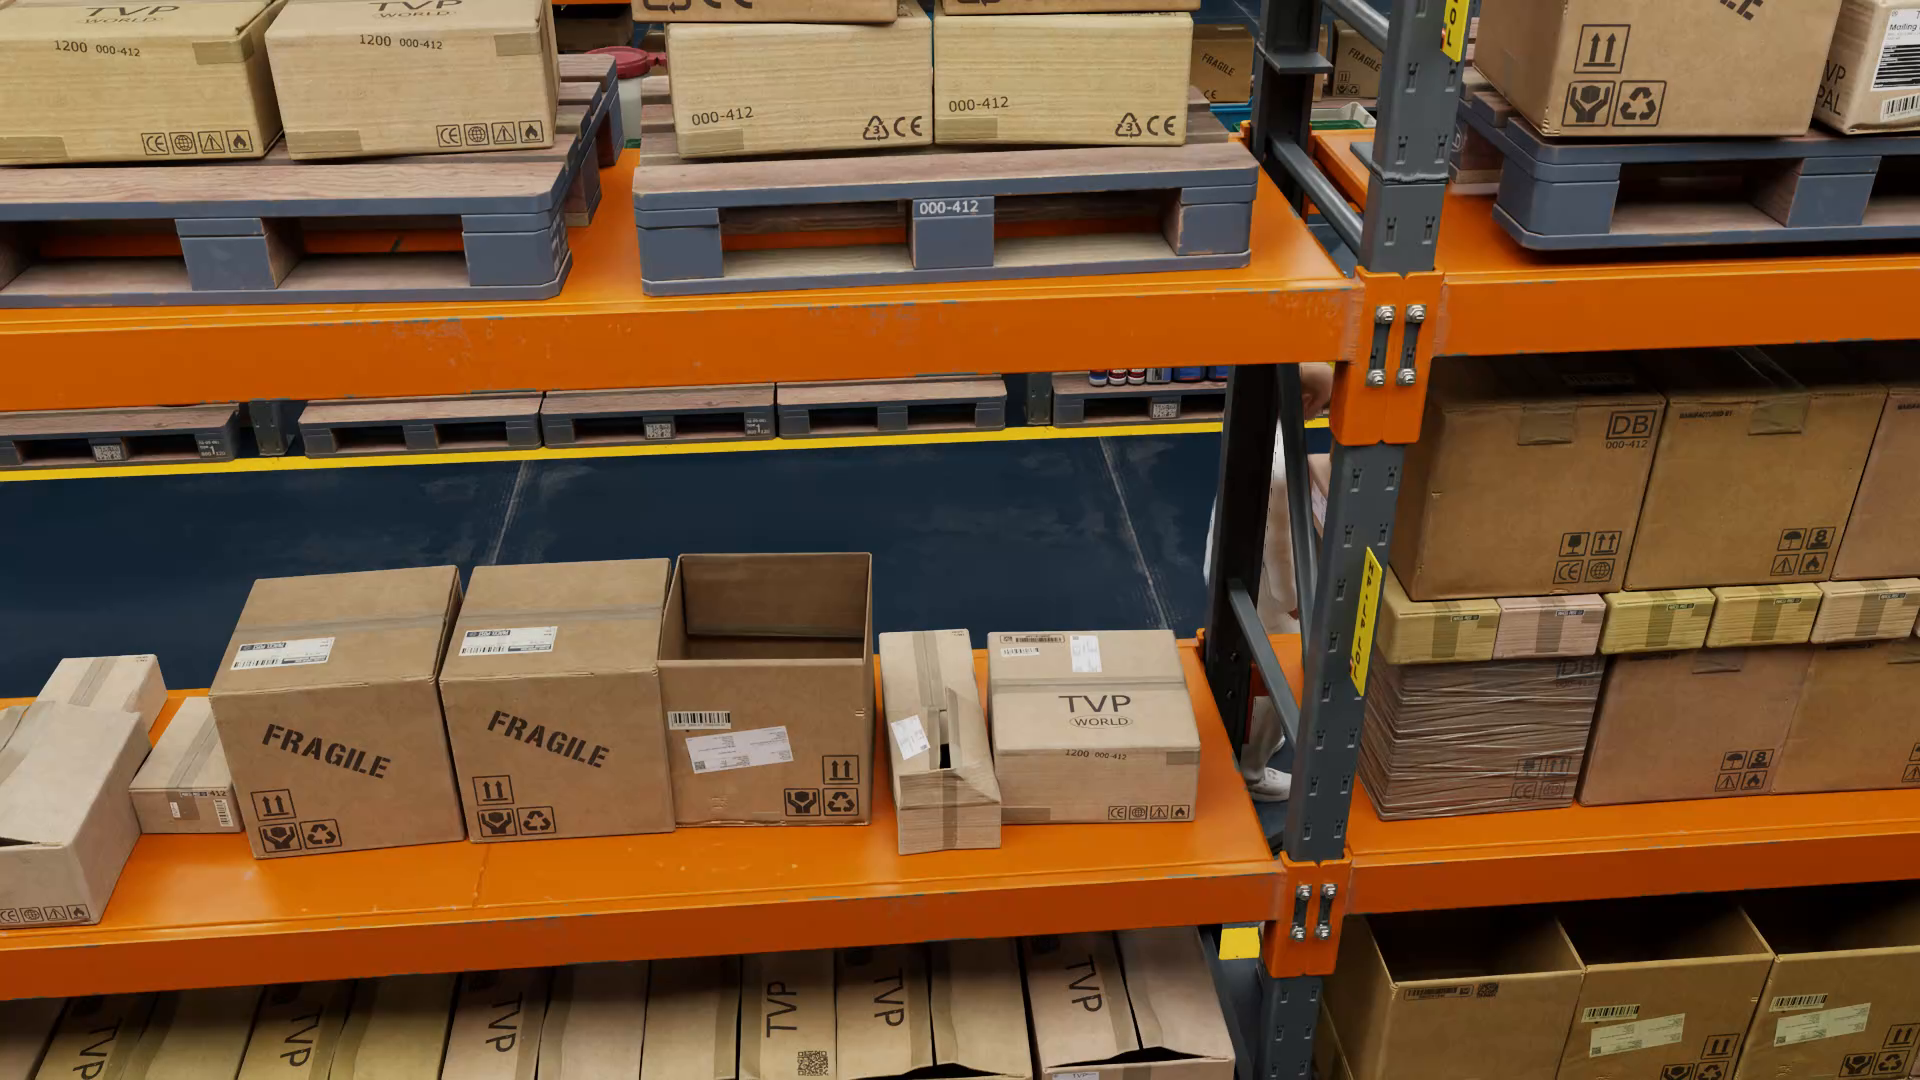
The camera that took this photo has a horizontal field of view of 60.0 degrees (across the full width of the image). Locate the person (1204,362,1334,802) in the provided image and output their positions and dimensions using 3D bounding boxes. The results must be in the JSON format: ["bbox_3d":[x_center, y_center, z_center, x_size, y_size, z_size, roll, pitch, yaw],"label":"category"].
[{"bbox_3d":[1.084,0.195,6.018,0.409,1.587,0.587,-1,31,-2],"label":"person"}]
